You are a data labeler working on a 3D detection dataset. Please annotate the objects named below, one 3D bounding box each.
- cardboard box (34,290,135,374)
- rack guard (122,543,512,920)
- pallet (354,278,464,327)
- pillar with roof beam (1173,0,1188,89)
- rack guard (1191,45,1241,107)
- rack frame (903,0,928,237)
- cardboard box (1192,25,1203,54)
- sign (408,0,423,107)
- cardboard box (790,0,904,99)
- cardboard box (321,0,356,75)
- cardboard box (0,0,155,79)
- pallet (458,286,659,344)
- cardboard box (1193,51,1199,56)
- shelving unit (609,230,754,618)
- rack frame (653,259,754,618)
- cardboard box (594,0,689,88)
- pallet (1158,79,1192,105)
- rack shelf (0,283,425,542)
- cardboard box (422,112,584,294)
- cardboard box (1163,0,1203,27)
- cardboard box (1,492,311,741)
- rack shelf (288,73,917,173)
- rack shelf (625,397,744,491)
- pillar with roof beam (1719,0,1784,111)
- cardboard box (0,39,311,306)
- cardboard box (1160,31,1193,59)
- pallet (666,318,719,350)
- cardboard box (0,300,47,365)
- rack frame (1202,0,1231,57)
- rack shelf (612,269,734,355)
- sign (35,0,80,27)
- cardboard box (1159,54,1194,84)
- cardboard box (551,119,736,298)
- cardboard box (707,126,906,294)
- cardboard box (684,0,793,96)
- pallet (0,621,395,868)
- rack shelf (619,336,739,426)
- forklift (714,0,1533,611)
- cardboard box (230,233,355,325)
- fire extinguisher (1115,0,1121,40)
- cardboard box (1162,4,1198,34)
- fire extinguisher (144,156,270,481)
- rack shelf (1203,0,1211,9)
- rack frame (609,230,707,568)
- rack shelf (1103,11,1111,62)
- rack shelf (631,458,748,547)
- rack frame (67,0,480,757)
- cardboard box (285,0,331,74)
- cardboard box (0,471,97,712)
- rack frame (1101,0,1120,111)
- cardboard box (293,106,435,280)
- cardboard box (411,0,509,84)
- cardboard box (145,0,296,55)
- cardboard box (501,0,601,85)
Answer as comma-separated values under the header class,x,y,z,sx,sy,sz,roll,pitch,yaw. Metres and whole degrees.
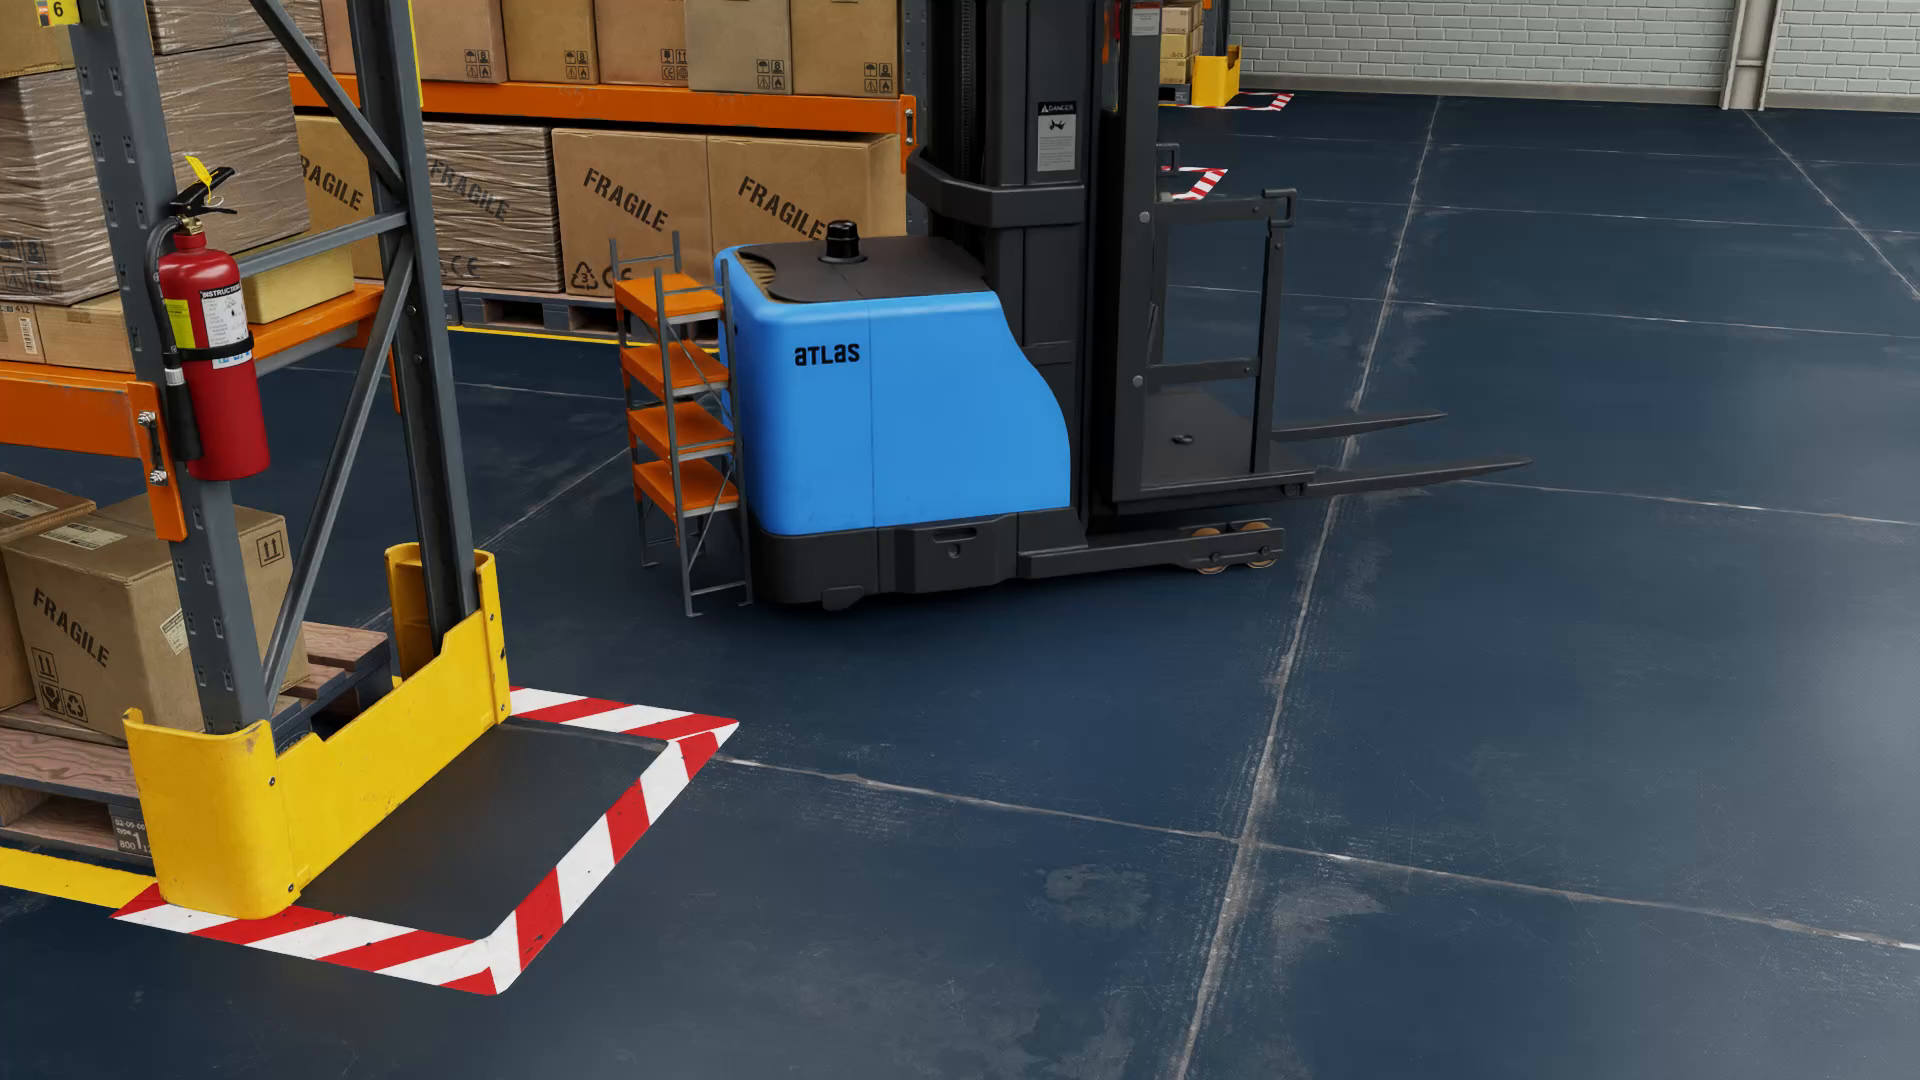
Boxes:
class,x,y,z,sx,sy,sz,roll,pitch,yaw
cardboard box,-1.928,-0.524,3.926,0.250,0.149,0.380,7,23,16
rack guard,-1.668,0.464,4.480,0.348,0.500,1.175,7,23,16
pallet,-3.190,-1.512,9.677,1.213,0.211,1.003,7,23,15
pillar with roof beam,1.048,-7.704,13.193,0.400,9.000,9.100,7,23,16
rack guard,2.721,-4.929,17.629,0.348,0.500,1.175,7,23,16
rack frame,-0.066,-2.475,8.352,0.127,3.000,1.000,7,23,16
cardboard box,2.307,-5.369,17.818,0.500,0.250,0.500,7,23,16
sign,-1.439,-1.282,4.302,0.005,0.325,0.100,7,23,16
cardboard box,-0.434,-2.569,8.382,0.550,0.550,0.875,7,23,16
cardboard box,-3.005,-2.895,9.177,0.550,0.550,0.875,7,23,16
cardboard box,-2.193,-1.301,3.648,0.500,0.500,0.500,7,23,16
pallet,-2.018,-1.379,9.353,1.213,0.211,1.003,7,23,15
cardboard box,2.284,-5.136,17.907,0.500,0.250,0.500,7,23,16
shelving unit,-0.943,-0.396,5.646,0.258,1.200,0.503,-12,25,-25
rack frame,-0.832,-0.313,5.445,0.240,1.200,0.015,-12,25,-25
cardboard box,-1.467,-2.728,8.771,0.550,0.550,0.875,7,23,16
pallet,1.953,-4.867,17.857,1.213,0.211,1.003,7,23,16
rack shelf,-3.510,-0.571,4.656,4.000,0.370,1.077,7,23,16
cardboard box,-2.449,-1.933,9.277,0.875,0.875,0.875,7,23,16
cardboard box,2.292,-5.595,17.709,0.500,0.250,0.500,6,23,15
cardboard box,-2.188,0.204,4.562,0.500,0.500,0.500,11,25,25
rack shelf,-1.980,-2.362,9.023,4.000,0.370,1.077,7,23,16
rack shelf,-0.942,-0.334,5.672,0.258,0.148,0.480,-12,25,-25
pillar with roof beam,6.792,-7.046,11.590,0.400,9.000,9.100,7,23,16
cardboard box,-2.114,-0.938,4.081,0.500,0.500,0.875,7,23,16
cardboard box,2.141,-5.182,17.361,0.500,0.250,0.500,6,23,15
pallet,-0.854,-1.244,9.025,1.213,0.211,1.003,7,23,15
cardboard box,-2.167,-0.552,3.994,0.250,0.149,0.380,7,23,16
rack frame,2.698,-6.089,17.161,0.127,3.000,1.000,7,23,16
rack shelf,-0.951,-0.758,5.493,0.258,0.148,0.480,-12,25,-25
sign,-1.775,-1.167,3.219,0.005,0.325,0.100,7,23,16
cardboard box,2.157,-4.947,17.449,0.500,0.250,0.500,7,23,16
cardboard box,-1.577,-1.832,9.031,0.875,0.875,0.875,6,23,15
cardboard box,-0.734,-1.737,8.798,0.875,0.875,0.875,7,23,16
cardboard box,-0.967,-2.621,8.510,0.550,0.550,0.875,7,23,16
pallet,-2.436,0.496,4.783,1.213,0.211,1.003,7,23,16
rack shelf,-0.946,-0.540,5.585,0.258,0.148,0.480,-12,25,-25
forklift,0.671,-1.417,5.862,3.031,2.935,1.130,-6,23,-15
cardboard box,-1.799,-0.686,4.320,0.250,0.149,0.380,7,23,16
fire extinguisher,1.244,-4.069,12.339,0.183,0.674,0.296,7,23,16
cardboard box,2.167,-5.410,17.260,0.500,0.250,0.500,7,23,17
fire extinguisher,-1.619,-0.468,3.561,0.183,0.674,0.296,7,23,16
rack shelf,0.783,-5.975,17.832,4.000,0.370,1.077,7,23,16
rack frame,-1.055,-0.478,5.846,0.240,1.200,0.015,-12,25,-25
rack shelf,-0.647,-4.171,13.434,4.000,0.370,1.077,7,23,16
rack shelf,-0.938,-0.151,5.749,0.258,0.148,0.480,-12,25,-25
rack frame,-1.595,-0.684,3.985,0.127,3.000,1.000,7,23,16
cardboard box,-3.539,-2.947,9.304,0.550,0.550,0.875,7,23,16
cardboard box,-2.770,0.150,4.691,0.500,0.500,0.500,13,26,29
rack frame,1.267,-4.285,12.763,0.127,3.000,1.000,7,23,16
cardboard box,-3.313,-2.031,9.514,0.875,0.875,0.875,7,23,16
cardboard box,-2.522,-2.793,8.929,0.550,0.550,0.875,7,23,16
cardboard box,-2.043,-1.490,4.108,0.500,0.500,0.500,7,23,16
cardboard box,-1.986,-2.771,8.876,0.500,0.550,0.875,7,23,16
